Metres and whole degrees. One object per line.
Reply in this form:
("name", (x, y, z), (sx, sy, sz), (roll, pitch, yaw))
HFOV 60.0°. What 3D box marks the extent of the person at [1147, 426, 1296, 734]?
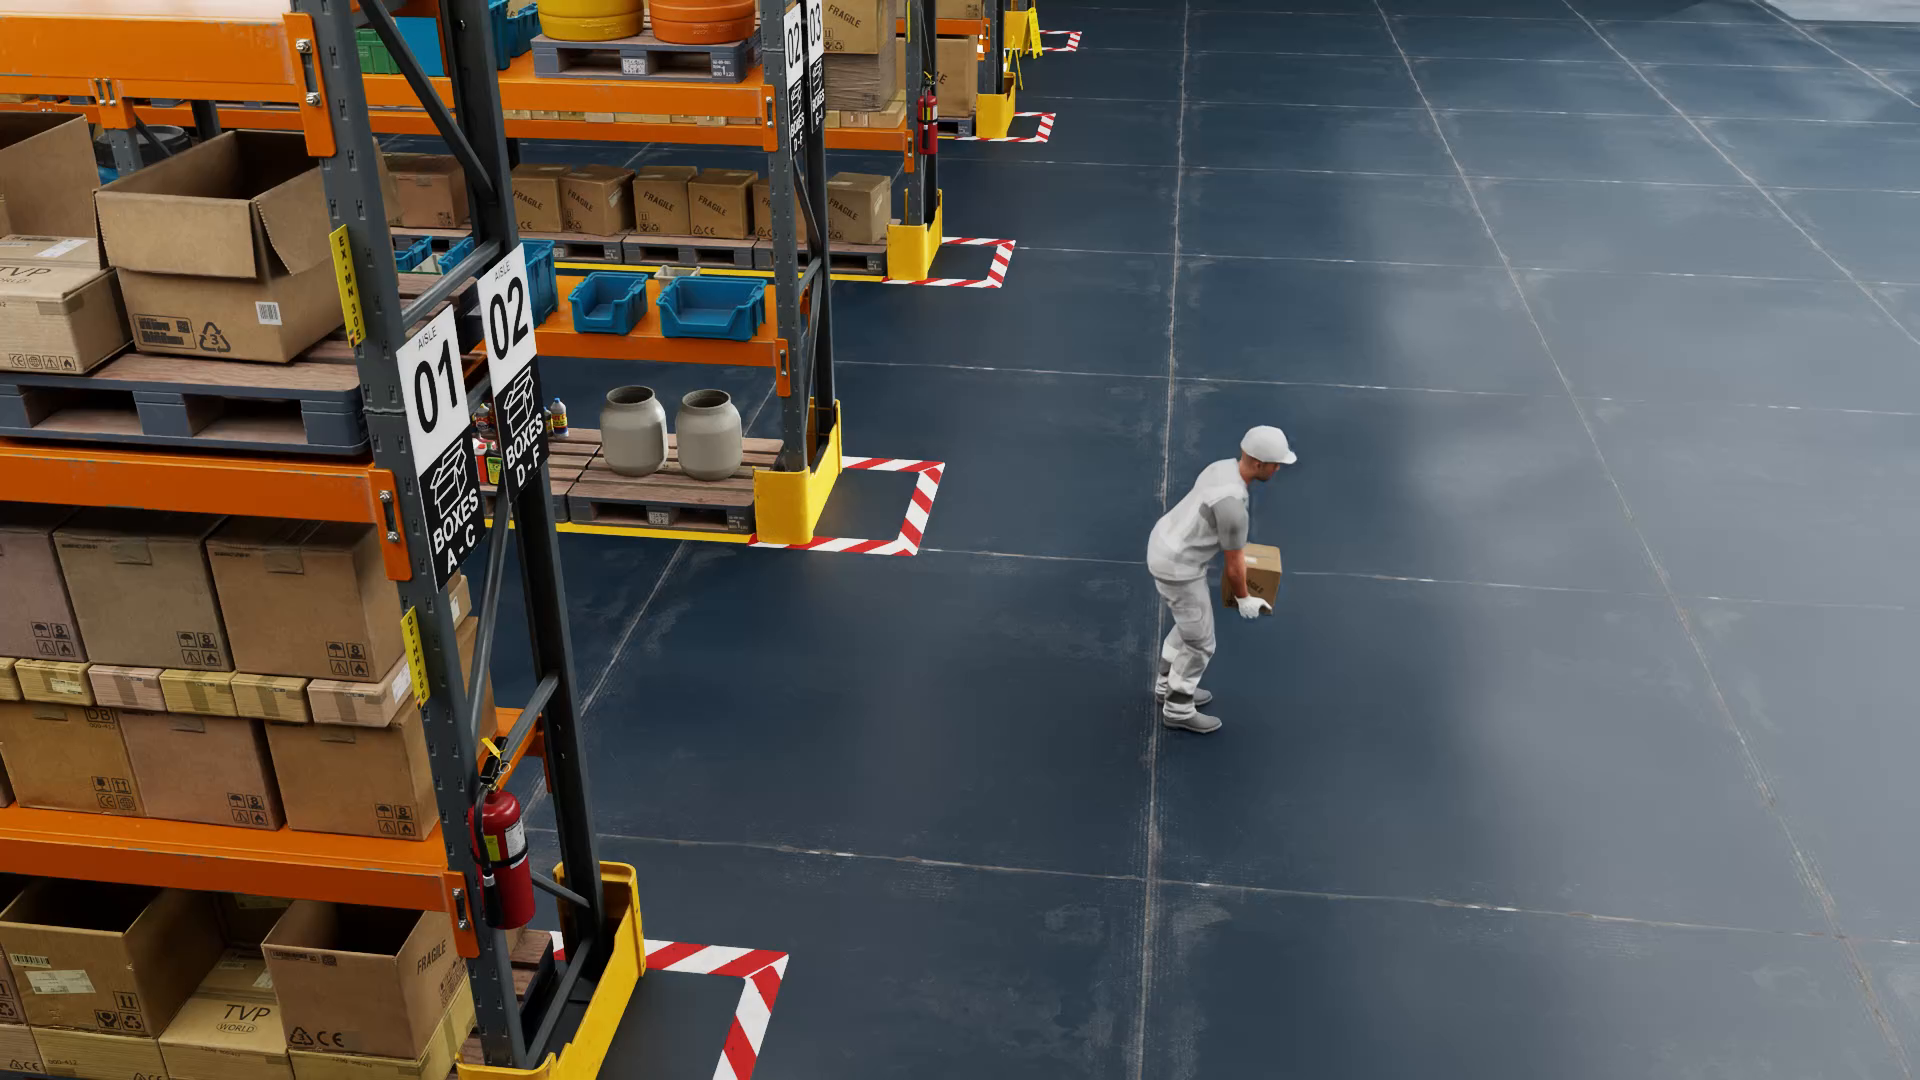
("person", (1.283, 0.183, 8.379), (0.690, 1.669, 0.484), (3, 28, 5))
